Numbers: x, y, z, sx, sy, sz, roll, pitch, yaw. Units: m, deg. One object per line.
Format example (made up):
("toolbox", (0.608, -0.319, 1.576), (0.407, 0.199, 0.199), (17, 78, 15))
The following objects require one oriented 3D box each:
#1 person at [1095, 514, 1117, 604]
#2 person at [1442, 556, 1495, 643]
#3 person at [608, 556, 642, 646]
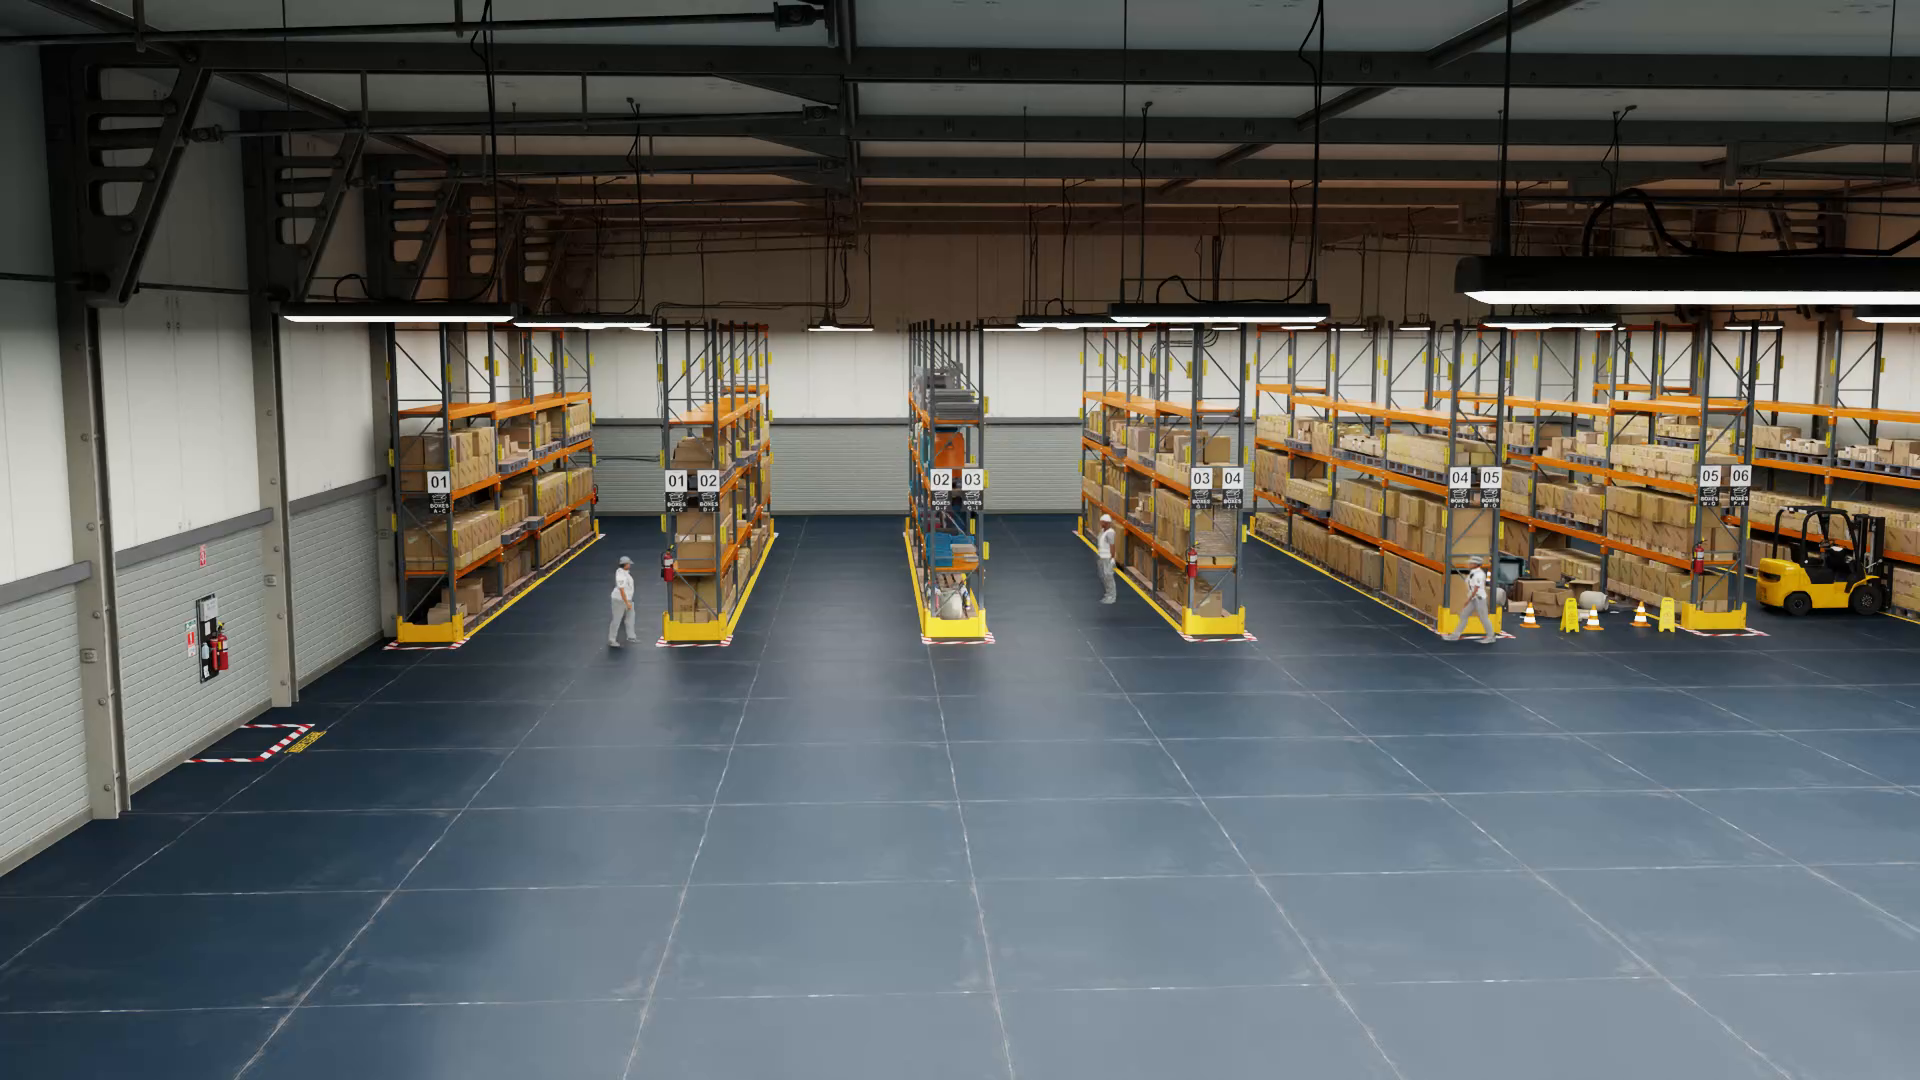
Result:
("person", (2.996, 0.399, 33.707), (0.406, 1.855, 0.650), (-2, 7, -12))
("person", (9.467, 1.095, 30.784), (0.919, 1.637, 0.502), (-1, 7, -6))
("person", (-6.233, 1.137, 30.790), (0.507, 1.700, 0.666), (1, 7, 8))
